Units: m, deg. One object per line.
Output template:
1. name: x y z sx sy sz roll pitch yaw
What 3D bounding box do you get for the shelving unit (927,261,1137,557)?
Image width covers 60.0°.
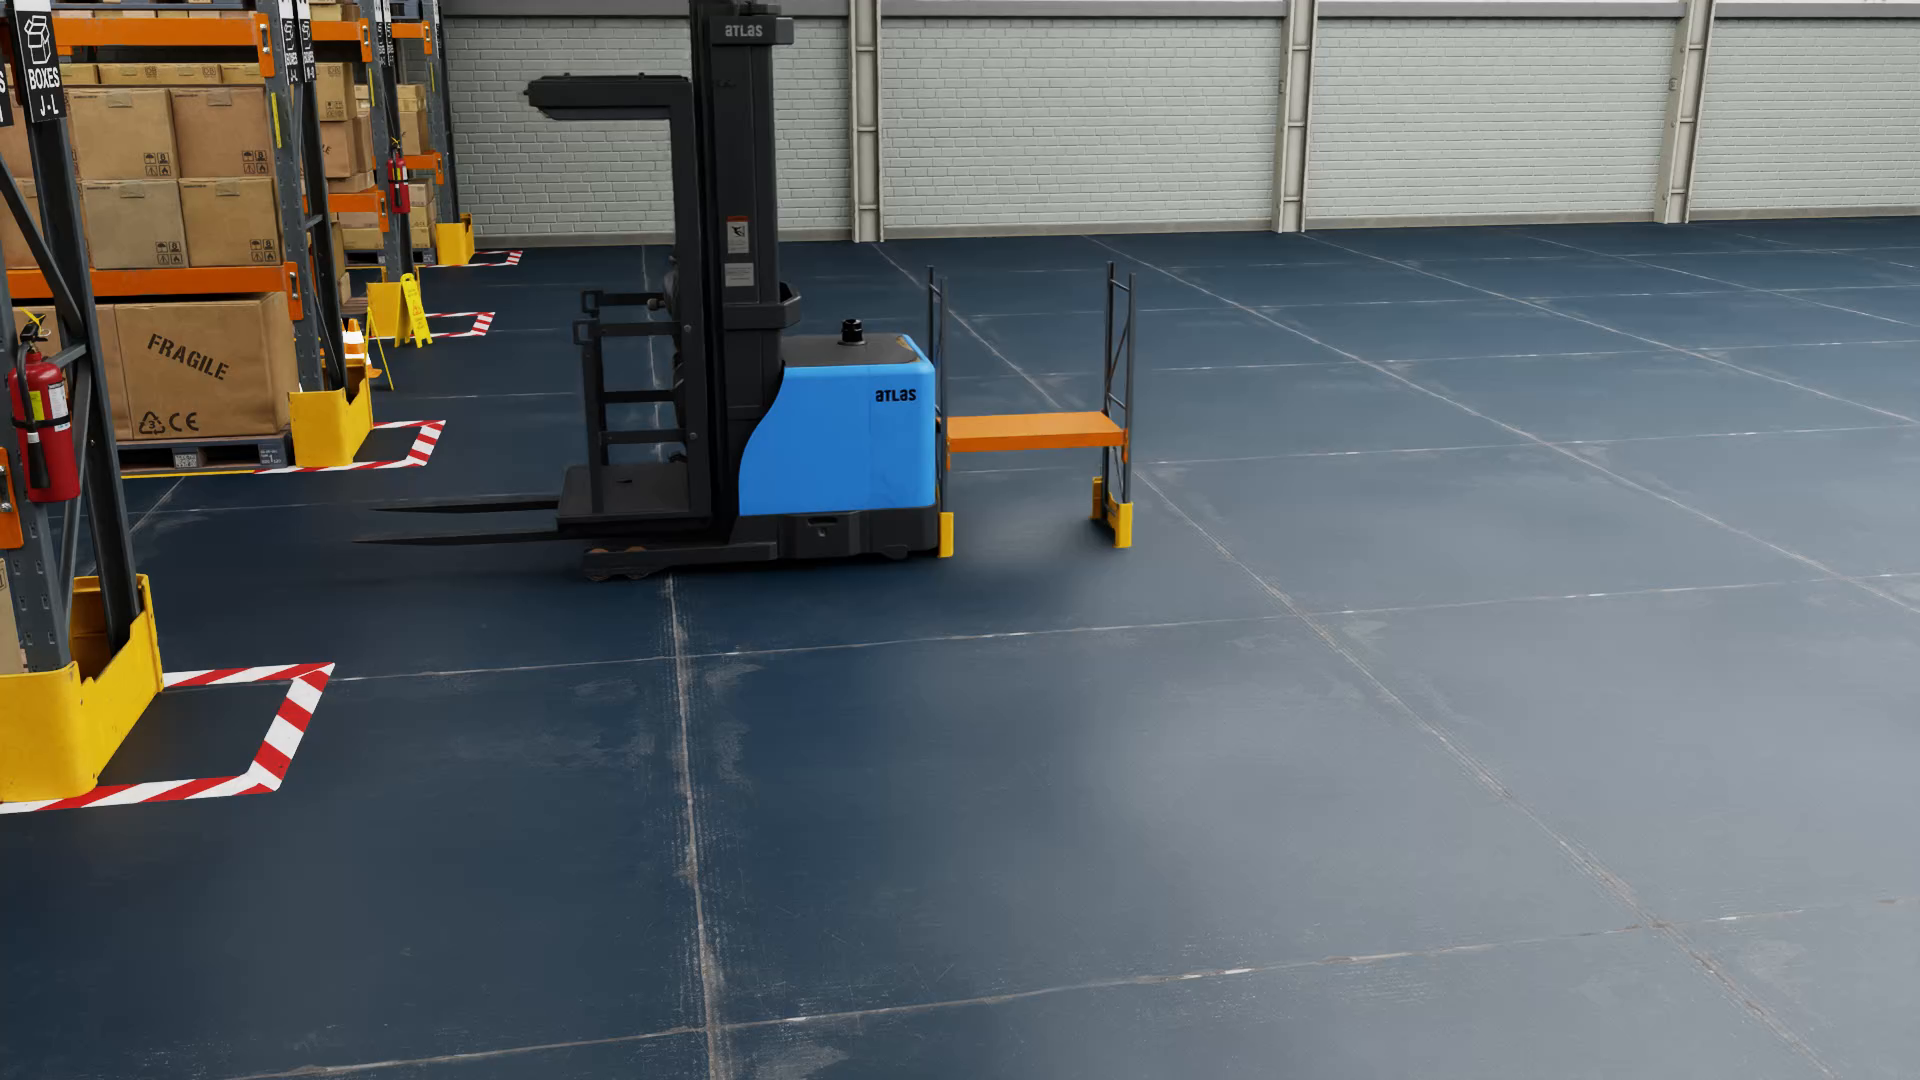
1. shelving unit: 0.367 -0.734 9.146 1.083 1.500 0.587 -3 17 -10

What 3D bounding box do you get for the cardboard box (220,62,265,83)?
1. cardboard box: -6.296 -4.047 14.999 0.500 0.500 0.700 -3 17 -10

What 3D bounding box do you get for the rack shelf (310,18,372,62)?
1. rack shelf: -7.301 -4.475 14.889 4.000 0.370 1.077 -3 17 -10

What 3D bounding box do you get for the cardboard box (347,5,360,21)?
1. cardboard box: -5.725 -4.885 15.428 0.250 0.149 0.380 -3 17 -10

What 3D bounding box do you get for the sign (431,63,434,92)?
1. sign: -6.193 -5.437 19.528 0.005 0.325 0.100 -3 17 -10

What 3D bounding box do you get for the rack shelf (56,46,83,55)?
1. rack shelf: -12.174 -5.683 18.822 4.000 0.370 1.077 -3 17 -10

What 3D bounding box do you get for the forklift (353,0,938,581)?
1. forklift: -1.684 -1.356 8.733 3.031 2.935 1.130 -3 17 -10

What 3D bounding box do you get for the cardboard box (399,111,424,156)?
1. cardboard box: -6.716 -4.872 19.895 0.500 0.500 0.500 -4 17 -12

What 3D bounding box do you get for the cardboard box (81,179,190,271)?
1. cardboard box: -5.191 -2.076 10.707 0.550 0.550 0.875 -3 17 -10

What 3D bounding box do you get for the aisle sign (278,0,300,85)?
1. aisle sign: -4.173 -3.235 10.309 0.004 0.787 0.394 -3 17 -10

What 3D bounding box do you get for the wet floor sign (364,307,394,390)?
1. wet floor sign: -4.646 -1.522 13.169 0.232 0.644 0.267 -6 18 -20

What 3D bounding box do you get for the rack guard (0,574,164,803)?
1. rack guard: -3.532 0.559 6.639 0.348 0.500 1.175 -3 17 -10

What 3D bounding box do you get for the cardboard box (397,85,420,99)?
1. cardboard box: -6.594 -5.347 19.829 0.250 0.149 0.380 -3 17 -10

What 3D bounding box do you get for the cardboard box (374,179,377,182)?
1. cardboard box: -7.280 -4.290 20.437 0.500 0.250 0.500 -3 17 -10

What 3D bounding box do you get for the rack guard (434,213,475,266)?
1. rack guard: -6.259 -3.734 20.616 0.348 0.500 1.175 -3 17 -10

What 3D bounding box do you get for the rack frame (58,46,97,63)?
1. rack frame: -10.210 -4.704 19.520 0.127 3.000 1.000 -3 17 -10

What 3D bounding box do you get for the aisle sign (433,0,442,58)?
1. aisle sign: -6.162 -6.089 19.599 0.004 0.787 0.394 -3 17 -10

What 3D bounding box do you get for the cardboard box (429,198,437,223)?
1. cardboard box: -6.784 -4.086 20.623 0.500 0.250 0.500 -3 17 -9

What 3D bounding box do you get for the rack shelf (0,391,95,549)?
1. rack shelf: -5.421 -0.184 6.029 4.000 0.370 1.077 -3 17 -10

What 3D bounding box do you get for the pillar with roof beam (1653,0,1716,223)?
1. pillar with roof beam: 11.353 -7.778 19.307 0.400 9.000 9.100 -3 17 -10

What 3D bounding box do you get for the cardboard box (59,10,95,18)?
1. cardboard box: -7.630 -4.581 14.436 0.250 0.149 0.380 -4 17 -12

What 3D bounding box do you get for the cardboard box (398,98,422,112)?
1. cardboard box: -6.570 -5.185 19.809 0.250 0.149 0.380 -3 17 -10

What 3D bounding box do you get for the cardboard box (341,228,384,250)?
1. cardboard box: -7.174 -3.671 20.124 0.500 0.250 0.500 -3 17 -10

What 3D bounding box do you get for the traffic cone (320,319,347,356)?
1. traffic cone: -5.515 -1.888 14.671 0.334 0.463 0.336 -3 17 -10

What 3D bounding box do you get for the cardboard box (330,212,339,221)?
1. cardboard box: -7.699 -3.876 19.938 0.500 0.250 0.500 -4 17 -12

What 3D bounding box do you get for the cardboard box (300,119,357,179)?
1. cardboard box: -5.818 -3.577 15.171 0.500 0.500 0.500 -4 17 -11

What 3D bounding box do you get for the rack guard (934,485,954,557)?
1. rack guard: -0.123 -0.111 9.247 0.087 0.250 0.587 -3 17 -10

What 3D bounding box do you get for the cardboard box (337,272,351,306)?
1. cardboard box: -6.182 -2.418 16.042 0.500 0.250 0.500 -3 17 -11

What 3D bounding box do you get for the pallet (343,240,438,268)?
1. pallet: -7.026 -3.540 20.476 1.213 0.211 1.003 -3 17 -10

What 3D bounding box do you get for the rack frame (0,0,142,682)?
1. rack frame: -3.457 -0.640 6.286 0.127 3.000 1.000 -3 17 -10

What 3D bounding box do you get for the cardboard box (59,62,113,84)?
1. cardboard box: -7.788 -3.946 14.670 0.500 0.500 0.700 -4 17 -12

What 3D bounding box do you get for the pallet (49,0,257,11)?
1. pallet: -5.025 -3.422 10.388 1.213 0.211 1.003 -3 17 -10

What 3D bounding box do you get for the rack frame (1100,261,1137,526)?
1. rack frame: 0.877 -0.760 9.231 0.032 1.500 0.500 -3 17 -10

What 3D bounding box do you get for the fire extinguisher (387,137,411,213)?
1. fire extinguisher: -5.138 -3.333 15.186 0.183 0.674 0.296 -3 17 -10

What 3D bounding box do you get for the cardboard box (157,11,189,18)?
1. cardboard box: -6.897 -4.647 14.650 0.250 0.149 0.380 -4 17 -12

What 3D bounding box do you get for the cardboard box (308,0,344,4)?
1. cardboard box: -5.789 -4.895 14.779 0.500 0.250 0.500 -3 17 -11

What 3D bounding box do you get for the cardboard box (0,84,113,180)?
1. cardboard box: -5.769 -2.604 10.587 0.550 0.550 0.875 -3 17 -10

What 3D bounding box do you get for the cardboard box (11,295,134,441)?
1. cardboard box: -5.816 -1.154 10.863 0.875 0.875 0.875 -4 17 -11

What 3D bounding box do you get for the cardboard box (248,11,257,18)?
1. cardboard box: -6.140 -4.682 14.764 0.250 0.149 0.380 -3 17 -9

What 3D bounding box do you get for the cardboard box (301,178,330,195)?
1. cardboard box: -5.892 -3.248 15.205 0.250 0.149 0.380 -3 17 -11
